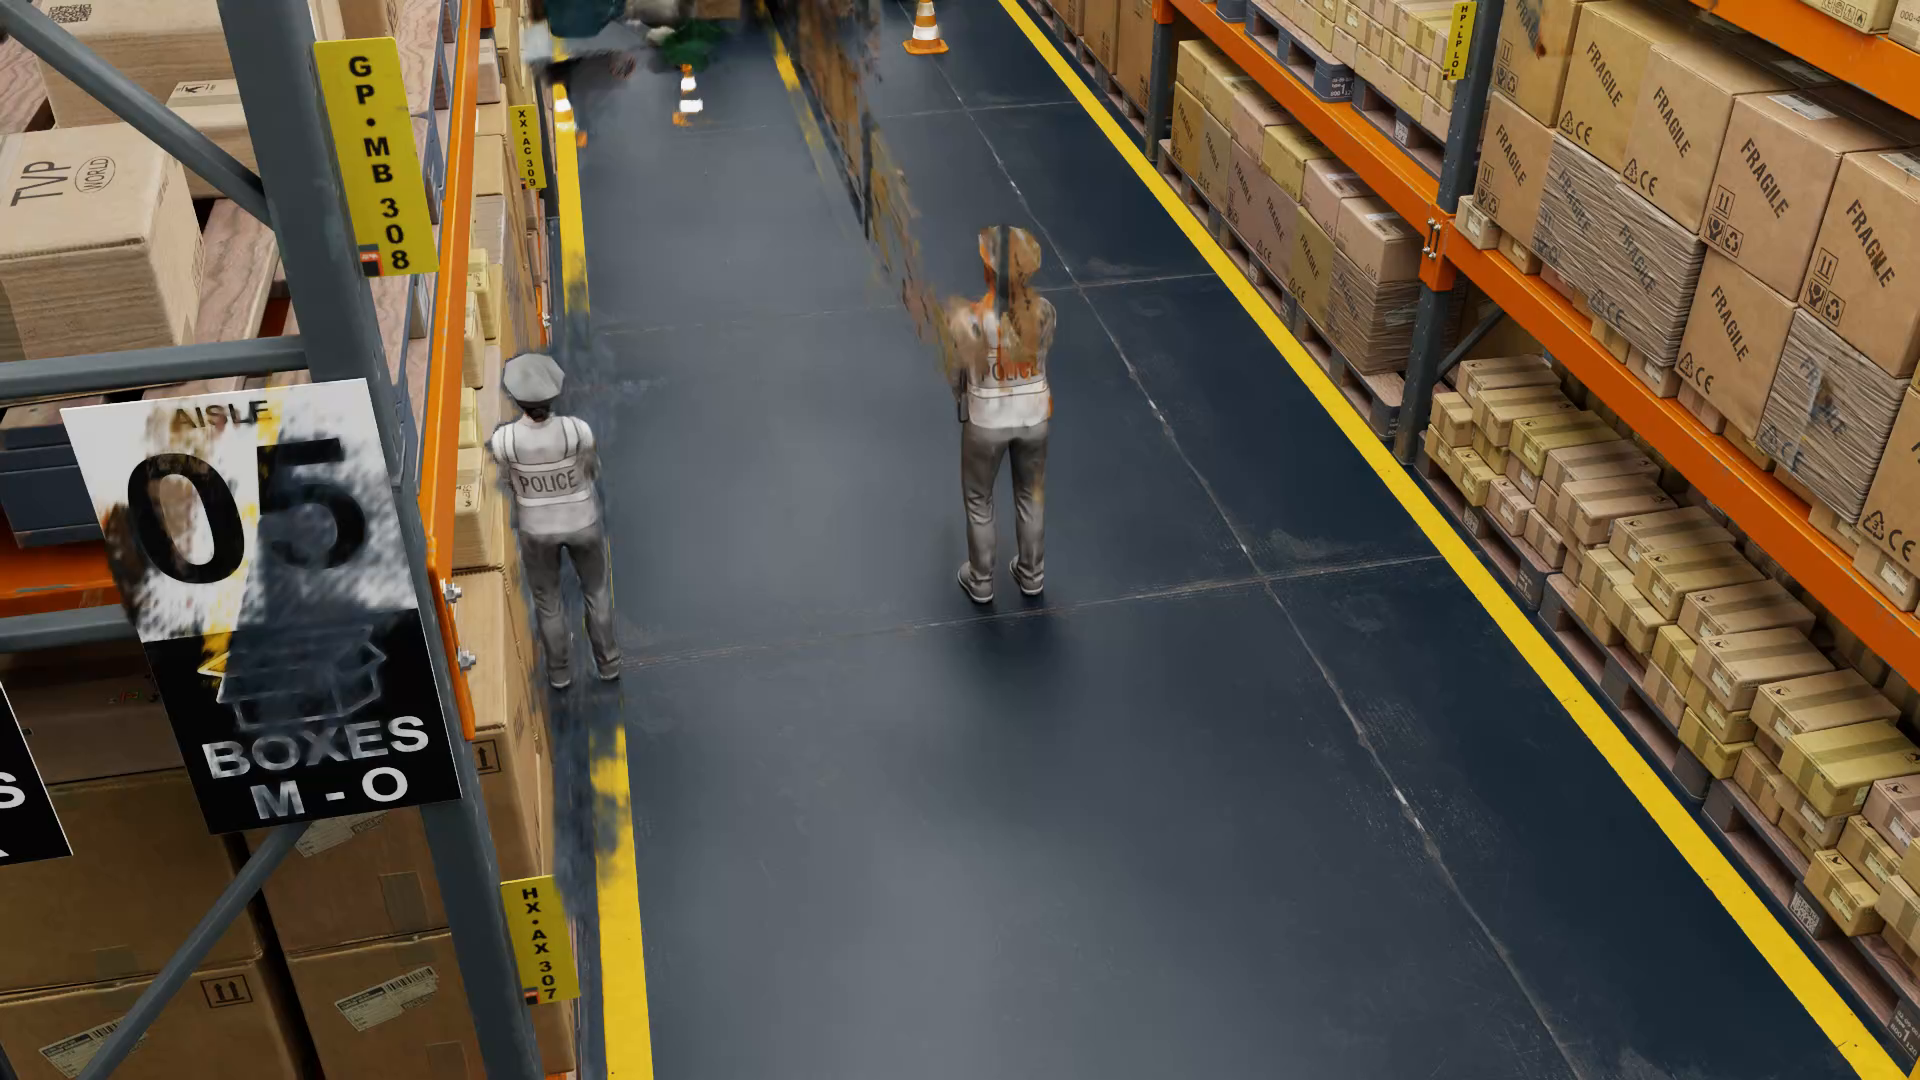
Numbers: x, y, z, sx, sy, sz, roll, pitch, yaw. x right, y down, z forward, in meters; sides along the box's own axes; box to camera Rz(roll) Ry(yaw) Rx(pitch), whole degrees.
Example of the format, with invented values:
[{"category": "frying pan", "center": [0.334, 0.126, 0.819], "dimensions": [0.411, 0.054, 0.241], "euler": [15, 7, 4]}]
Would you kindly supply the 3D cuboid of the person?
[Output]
[{"category": "person", "center": [0.161, -0.535, 6.902], "dimensions": [0.435, 1.691, 0.525], "euler": [-8, 35, -11]}]
